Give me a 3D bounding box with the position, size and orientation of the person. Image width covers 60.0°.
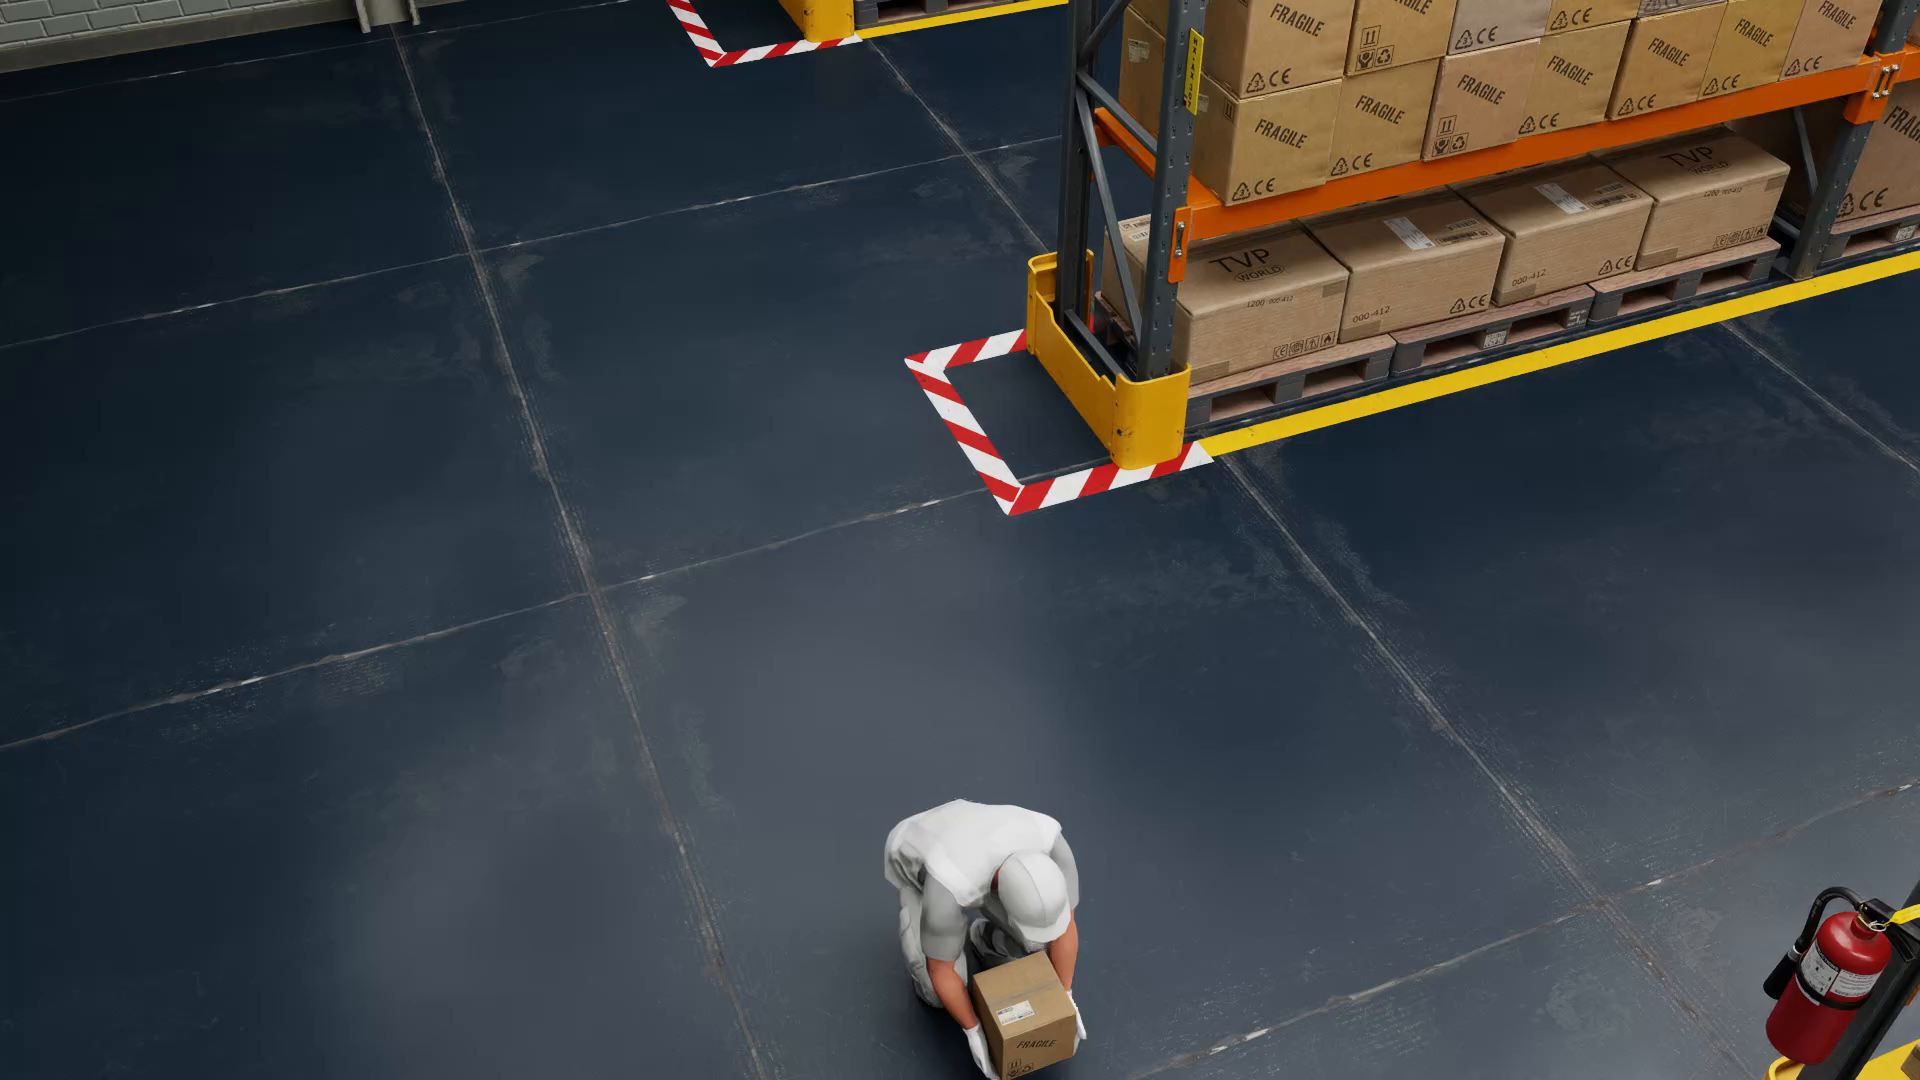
[{"bbox_3d":[0.081,1.184,5.404,0.568,0.993,0.868,-15,44,-17],"label":"person"}]
